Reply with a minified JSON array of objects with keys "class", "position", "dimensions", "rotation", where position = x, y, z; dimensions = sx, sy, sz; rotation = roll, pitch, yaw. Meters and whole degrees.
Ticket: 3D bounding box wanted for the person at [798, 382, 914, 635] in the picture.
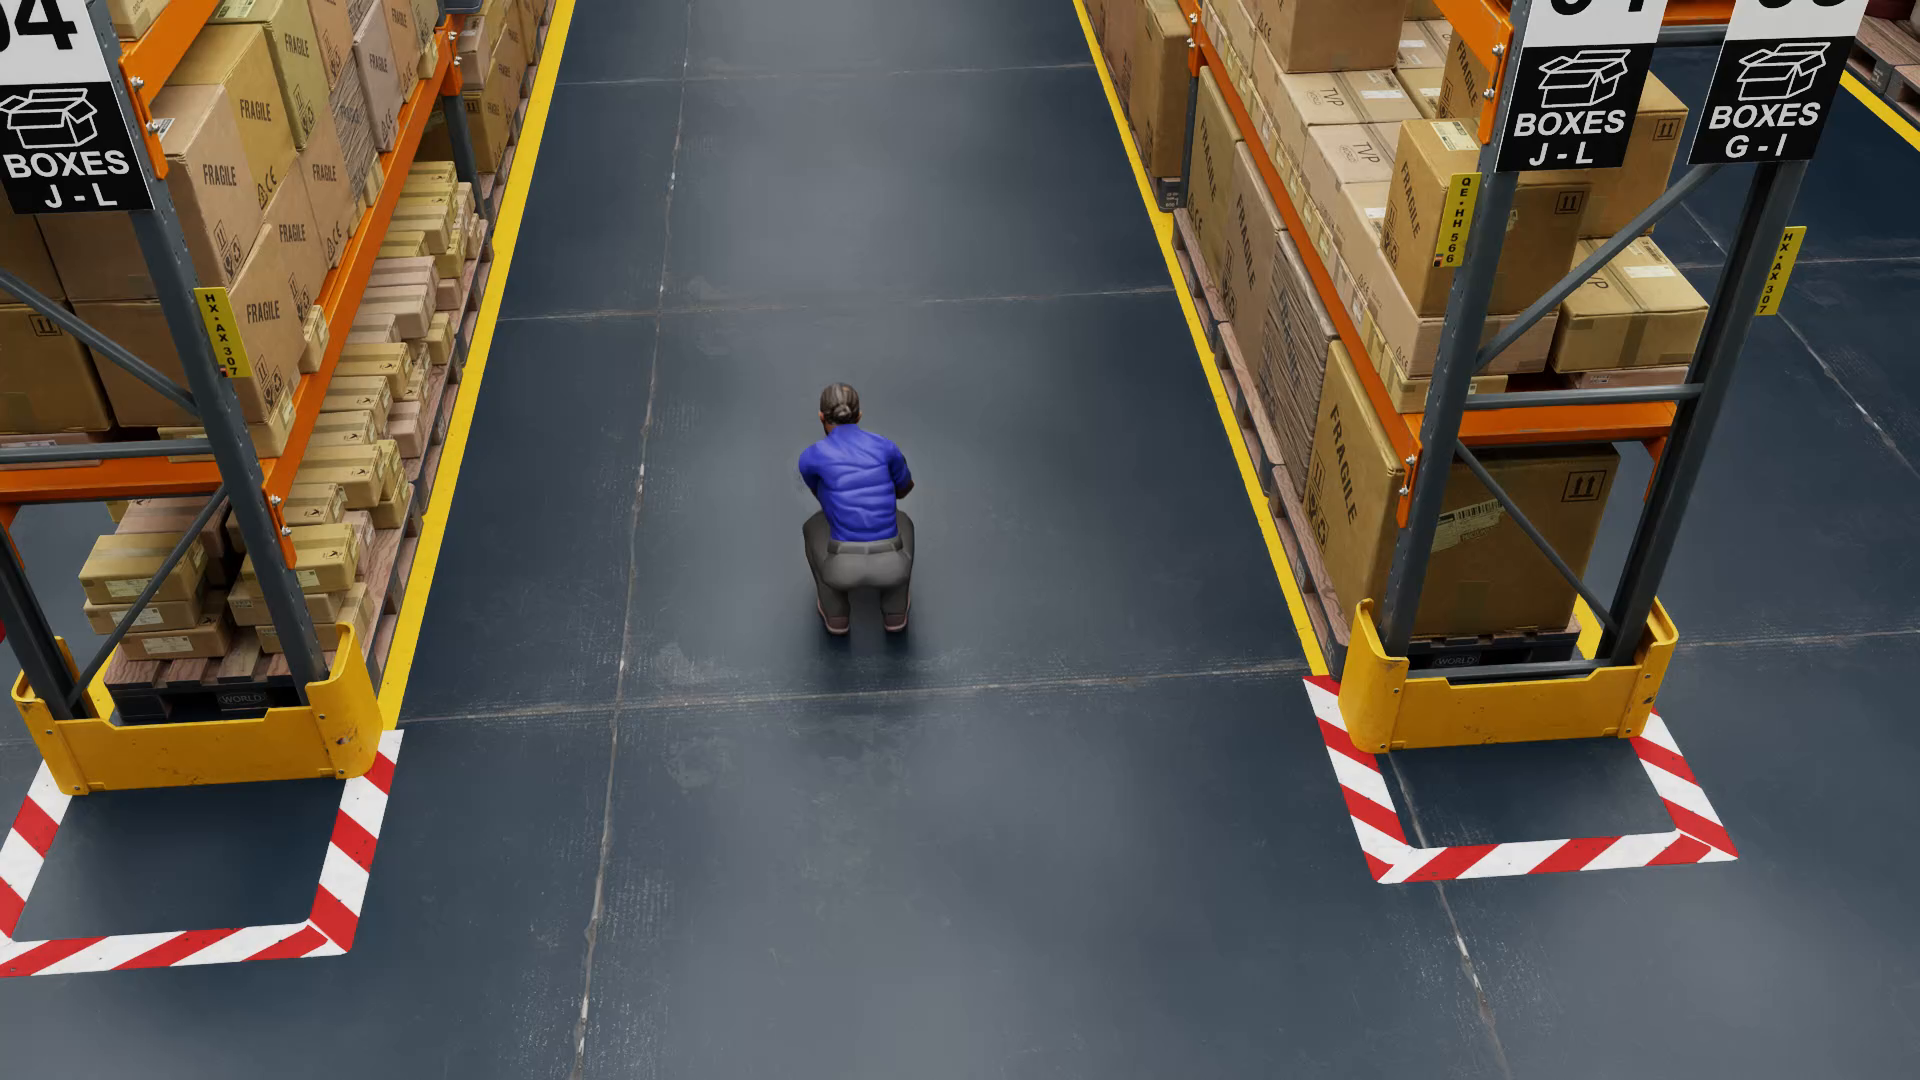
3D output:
[{"class":"person","position":[-0.421,-0.142,6.917],"dimensions":[0.486,0.934,0.829],"rotation":[-4,39,-4]}]
